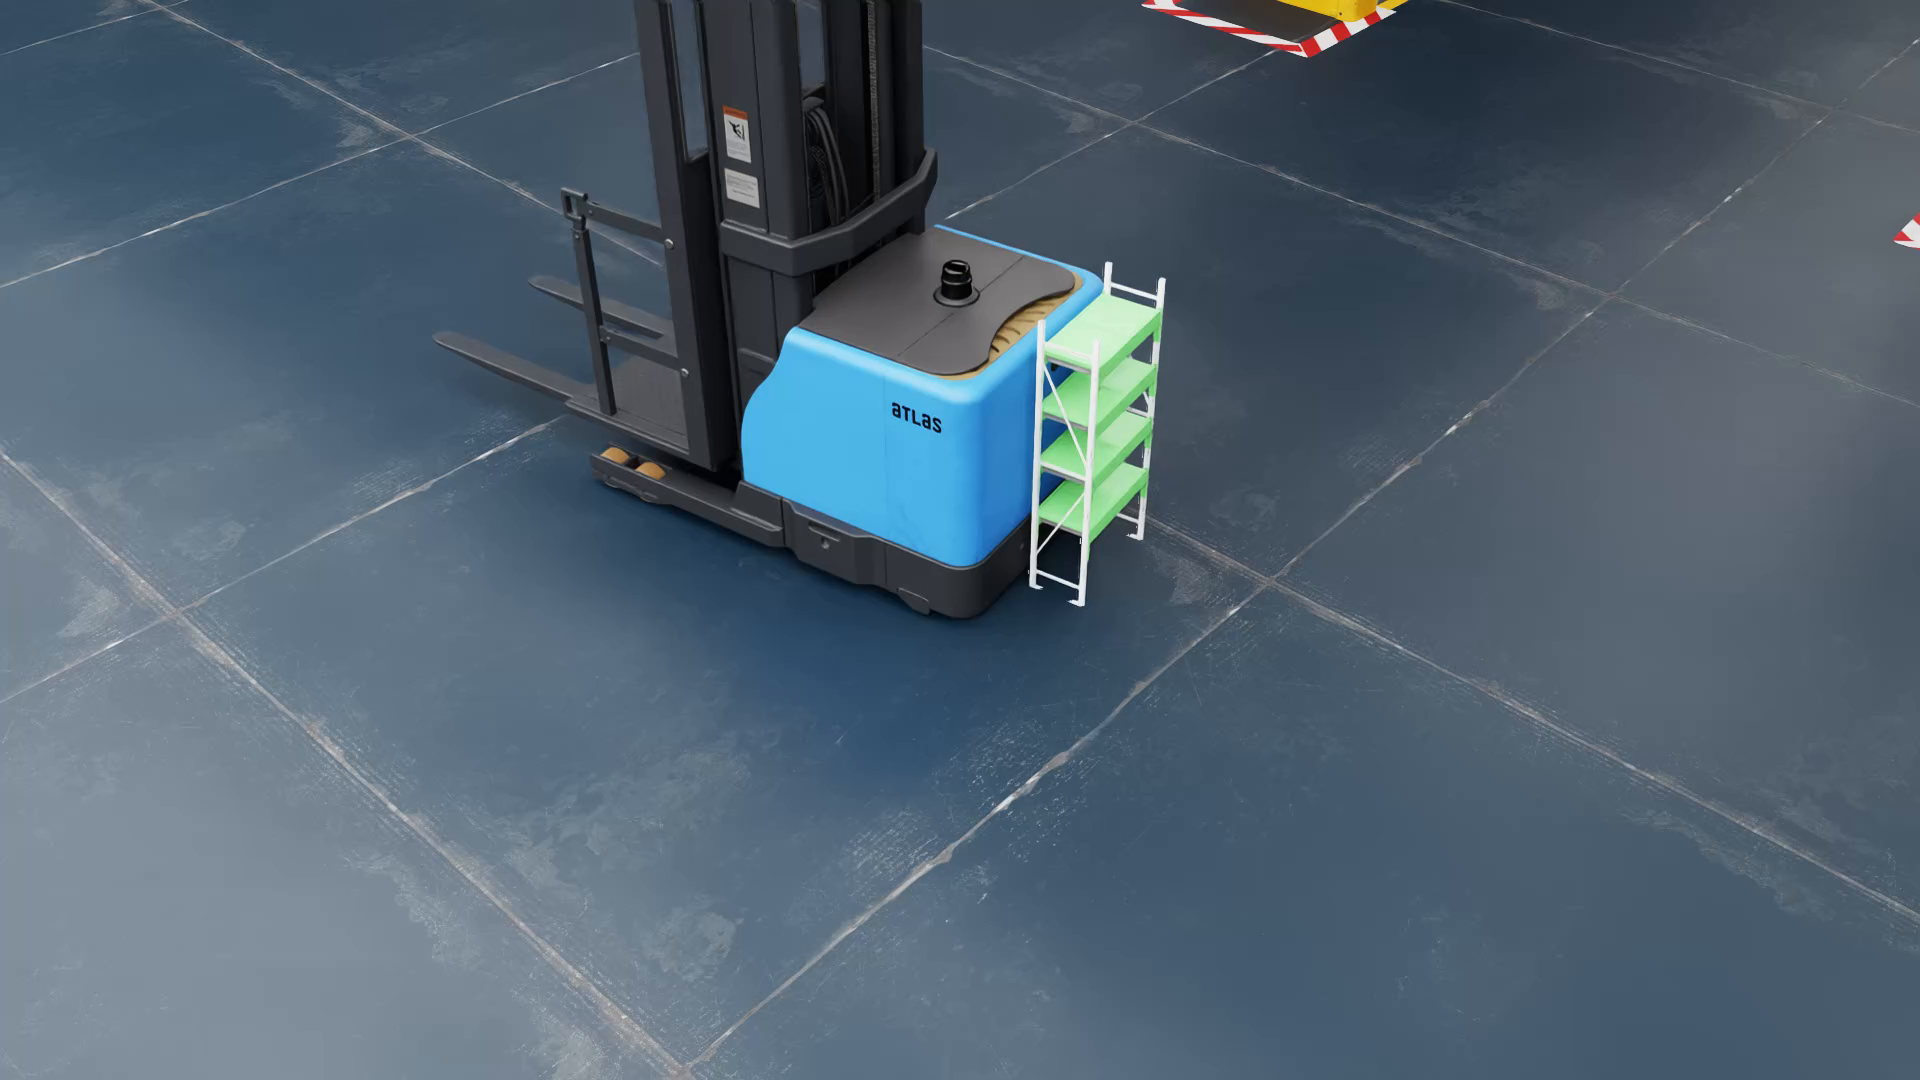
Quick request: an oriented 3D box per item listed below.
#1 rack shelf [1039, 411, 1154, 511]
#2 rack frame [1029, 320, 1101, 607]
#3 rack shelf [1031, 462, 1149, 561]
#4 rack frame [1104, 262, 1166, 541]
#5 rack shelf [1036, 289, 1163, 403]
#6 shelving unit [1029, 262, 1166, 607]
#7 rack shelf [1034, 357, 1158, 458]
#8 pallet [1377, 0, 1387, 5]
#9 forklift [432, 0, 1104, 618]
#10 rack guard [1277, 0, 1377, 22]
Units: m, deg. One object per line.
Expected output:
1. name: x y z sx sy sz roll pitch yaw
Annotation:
1. rack shelf: 0.508 -0.331 6.305 0.258 0.148 0.480 22 43 25
2. rack frame: 0.377 -0.253 6.104 0.240 1.200 0.015 22 43 25
3. rack shelf: 0.508 -0.143 6.454 0.258 0.148 0.480 22 43 25
4. rack frame: 0.638 -0.509 6.426 0.240 1.200 0.015 22 43 25
5. rack shelf: 0.508 -0.707 6.006 0.258 0.148 0.480 22 43 25
6. shelving unit: 0.508 -0.381 6.265 0.258 1.200 0.503 22 43 25
7. rack shelf: 0.508 -0.519 6.155 0.258 0.148 0.480 22 43 25
8. pallet: 2.871 -4.205 11.868 1.003 0.211 1.213 30 47 32
9. forklift: -0.950 -1.557 6.353 3.031 2.935 1.130 22 43 25
10. rack guard: 2.296 -3.959 11.327 1.175 0.500 0.348 30 47 32
